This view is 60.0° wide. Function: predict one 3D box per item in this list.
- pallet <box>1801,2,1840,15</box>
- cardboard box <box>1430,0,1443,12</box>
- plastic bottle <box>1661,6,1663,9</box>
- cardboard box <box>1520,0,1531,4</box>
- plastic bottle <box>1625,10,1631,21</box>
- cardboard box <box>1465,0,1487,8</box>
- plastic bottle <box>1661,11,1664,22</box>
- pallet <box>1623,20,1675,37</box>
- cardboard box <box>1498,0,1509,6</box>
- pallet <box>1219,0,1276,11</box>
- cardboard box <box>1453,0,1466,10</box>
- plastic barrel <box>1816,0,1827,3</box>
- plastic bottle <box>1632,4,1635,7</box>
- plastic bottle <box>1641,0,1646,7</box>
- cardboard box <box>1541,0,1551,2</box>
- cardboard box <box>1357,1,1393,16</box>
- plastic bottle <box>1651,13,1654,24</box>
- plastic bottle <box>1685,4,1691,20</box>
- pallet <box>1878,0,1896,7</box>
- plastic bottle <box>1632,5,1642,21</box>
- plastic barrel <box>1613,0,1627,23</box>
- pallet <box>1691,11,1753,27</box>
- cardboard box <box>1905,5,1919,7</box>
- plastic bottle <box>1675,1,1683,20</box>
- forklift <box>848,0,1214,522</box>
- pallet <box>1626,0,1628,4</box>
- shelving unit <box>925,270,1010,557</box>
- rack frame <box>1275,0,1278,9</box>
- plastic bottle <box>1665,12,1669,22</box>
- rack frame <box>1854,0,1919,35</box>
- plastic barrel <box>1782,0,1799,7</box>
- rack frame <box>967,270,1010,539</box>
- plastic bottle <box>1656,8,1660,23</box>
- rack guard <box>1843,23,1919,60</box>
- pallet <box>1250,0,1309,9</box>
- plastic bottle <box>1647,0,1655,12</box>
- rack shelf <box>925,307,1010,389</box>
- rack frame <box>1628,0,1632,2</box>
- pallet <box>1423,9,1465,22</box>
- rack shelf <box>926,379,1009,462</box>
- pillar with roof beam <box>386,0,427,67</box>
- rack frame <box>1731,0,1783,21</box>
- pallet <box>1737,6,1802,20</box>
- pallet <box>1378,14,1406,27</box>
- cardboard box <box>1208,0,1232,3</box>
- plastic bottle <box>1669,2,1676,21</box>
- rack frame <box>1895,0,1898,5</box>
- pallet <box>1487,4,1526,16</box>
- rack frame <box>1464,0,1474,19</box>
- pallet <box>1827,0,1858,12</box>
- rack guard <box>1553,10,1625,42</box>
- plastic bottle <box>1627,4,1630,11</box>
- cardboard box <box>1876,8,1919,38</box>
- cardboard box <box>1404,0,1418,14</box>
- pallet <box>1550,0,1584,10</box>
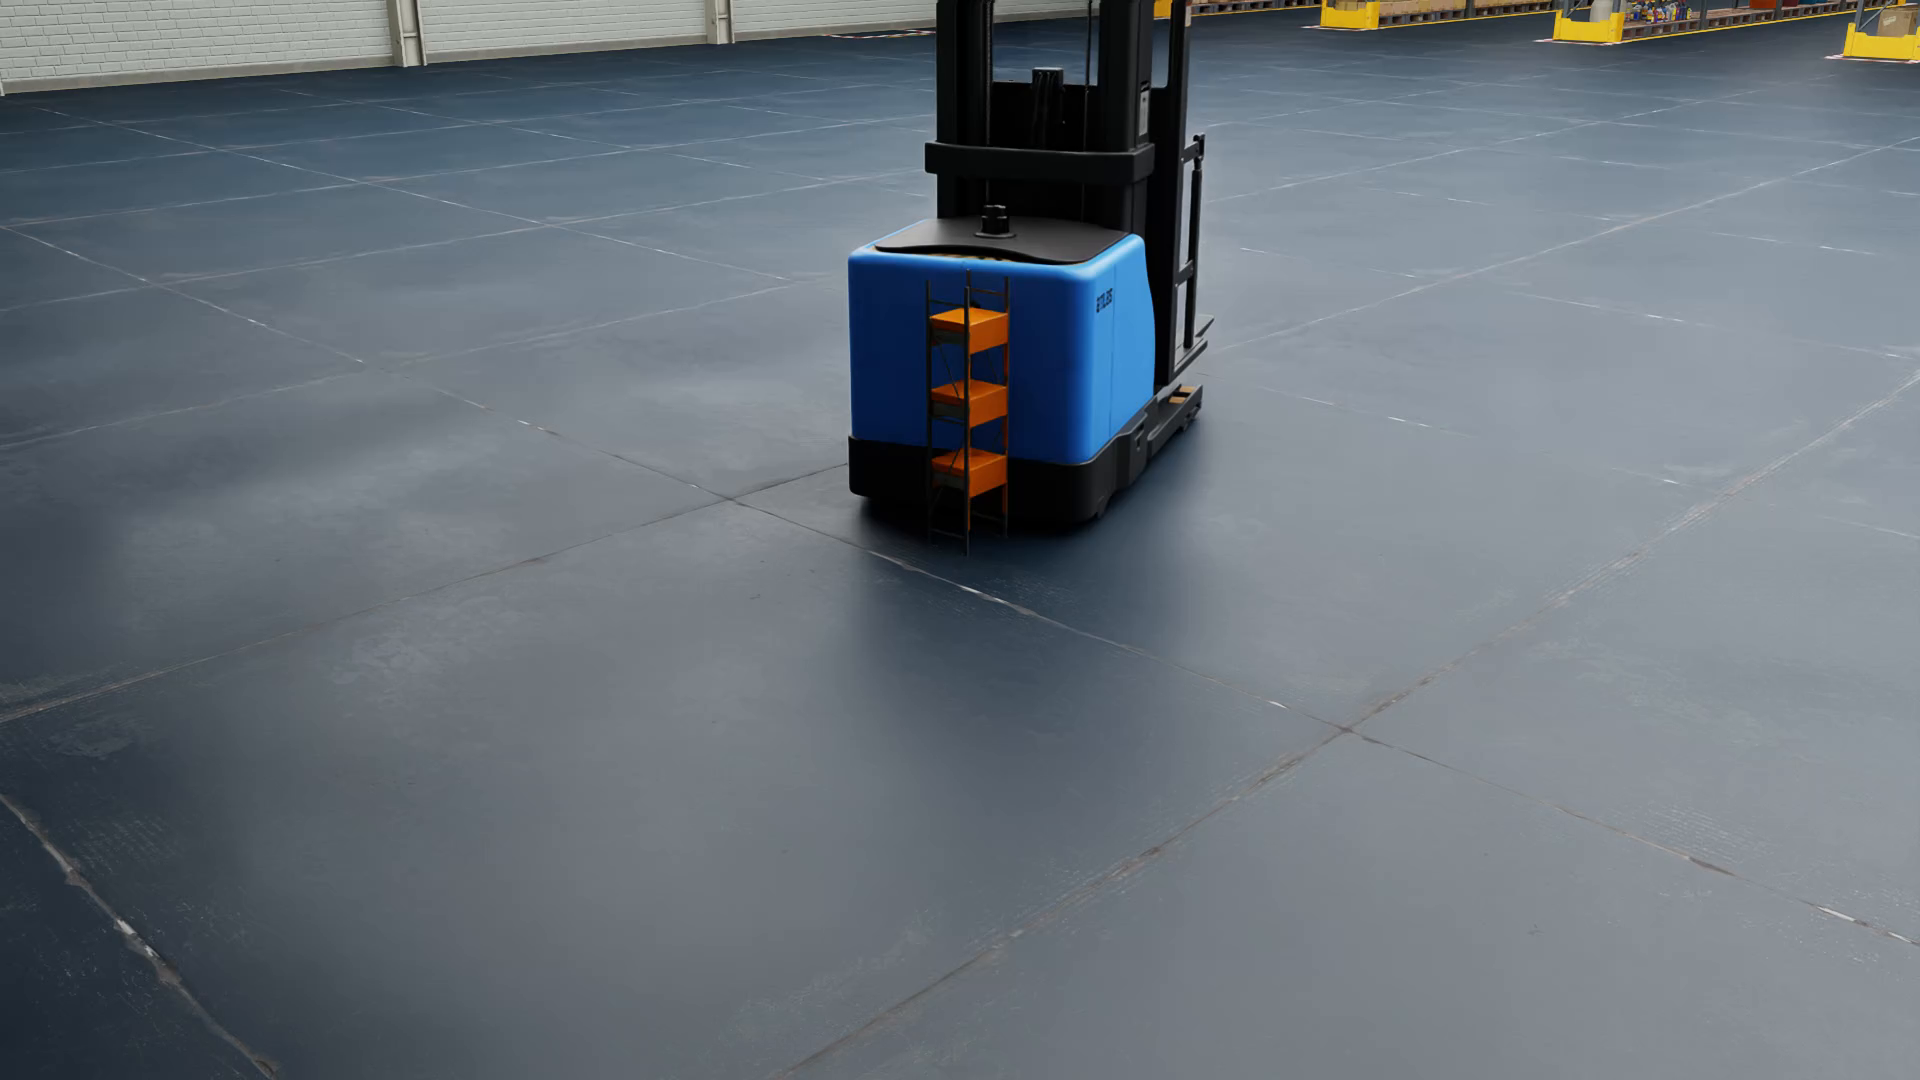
[{"bbox_3d":[19.152,-12.033,37.587,1.003,0.211,1.213,19,28,41],"label":"pallet"},{"bbox_3d":[9.732,-11.187,34.746,0.500,0.250,0.500,19,28,41],"label":"cardboard box"},{"bbox_3d":[13.345,-10.019,31.633,0.061,0.283,0.133,19,28,41],"label":"plastic bottle"},{"bbox_3d":[12.481,-12.189,37.354,0.500,0.250,0.500,-19,28,-41],"label":"cardboard box"},{"bbox_3d":[12.711,-9.986,31.661,0.097,0.201,0.097,0,21,0],"label":"plastic bottle"},{"bbox_3d":[11.052,-11.661,35.979,0.500,0.250,0.500,18,28,39],"label":"cardboard box"},{"bbox_3d":[13.215,-9.864,31.345,0.097,0.201,0.097,0,21,0],"label":"plastic bottle"},{"bbox_3d":[12.790,-9.687,31.483,1.003,0.211,1.213,19,28,41],"label":"pallet"},{"bbox_3d":[11.769,-11.926,36.668,0.500,0.250,0.500,18,28,39],"label":"cardboard box"},{"bbox_3d":[6.598,-12.462,38.704,1.003,0.211,1.213,19,28,41],"label":"pallet"},{"bbox_3d":[10.426,-11.445,35.418,0.500,0.250,0.500,19,28,41],"label":"cardboard box"},{"bbox_3d":[19.329,-12.603,37.524,0.600,0.901,0.708,19,28,41],"label":"plastic barrel"},{"bbox_3d":[13.003,-10.219,32.154,0.133,0.283,0.061,-19,28,-40],"label":"plastic bottle"},{"bbox_3d":[13.279,-10.331,32.352,0.185,0.351,0.144,-19,28,-41],"label":"plastic bottle"},{"bbox_3d":[13.191,-12.451,38.035,0.500,0.250,0.500,-19,28,-41],"label":"cardboard box"},{"bbox_3d":[8.336,-10.673,33.409,0.500,0.250,0.500,19,28,41],"label":"cardboard box"},{"bbox_3d":[12.910,-9.752,31.052,0.097,0.201,0.097,0,21,0],"label":"plastic bottle"},{"bbox_3d":[14.040,-10.197,32.097,0.133,0.283,0.061,-18,28,-39],"label":"plastic bottle"},{"bbox_3d":[21.908,-13.047,40.224,1.003,0.211,1.213,19,28,41],"label":"pallet"},{"bbox_3d":[12.975,-10.108,31.875,0.152,0.276,0.135,19,28,41],"label":"plastic bottle"},{"bbox_3d":[12.103,-9.790,30.746,0.421,0.512,0.421,0,21,0],"label":"plastic barrel"},{"bbox_3d":[15.511,-10.691,34.096,1.003,0.211,1.213,19,28,41],"label":"pallet"},{"bbox_3d":[16.188,-8.702,27.933,0.500,0.500,0.500,-17,27,-37],"label":"cardboard box"},{"bbox_3d":[13.763,-10.148,31.875,0.144,0.351,0.185,18,27,38],"label":"plastic bottle"},{"bbox_3d":[0.541,-1.933,7.518,1.130,2.935,3.031,8,22,20],"label":"forklift"},{"bbox_3d":[15.634,-13.243,40.735,1.003,0.211,1.213,19,28,41],"label":"pallet"},{"bbox_3d":[0.029,-0.482,6.364,0.215,1.050,0.252,16,26,36],"label":"shelving unit"},{"bbox_3d":[7.041,-13.946,38.676,1.000,3.000,0.127,19,28,41],"label":"rack frame"},{"bbox_3d":[13.359,-9.917,31.482,0.097,0.201,0.097,0,21,0],"label":"plastic bottle"},{"bbox_3d":[14.898,-9.198,26.325,1.000,3.000,0.127,19,28,41],"label":"rack frame"},{"bbox_3d":[18.047,-11.985,36.351,0.600,0.588,0.708,19,28,41],"label":"plastic barrel"},{"bbox_3d":[0.105,-0.516,6.453,0.200,1.050,0.008,16,26,36],"label":"rack frame"},{"bbox_3d":[13.076,-9.846,31.199,0.097,0.271,0.097,0,21,0],"label":"plastic bottle"},{"bbox_3d":[14.951,-8.051,26.824,1.175,0.500,0.348,19,28,41],"label":"rack guard"},{"bbox_3d":[7.584,-12.844,39.698,1.003,0.211,1.213,19,28,41],"label":"pallet"},{"bbox_3d":[13.383,-10.295,32.258,0.144,0.351,0.185,19,28,41],"label":"plastic bottle"},{"bbox_3d":[0.029,-0.737,6.266,0.215,0.259,0.240,16,26,36],"label":"rack shelf"},{"bbox_3d":[16.174,-14.763,40.803,1.000,3.000,0.127,19,28,41],"label":"rack frame"},{"bbox_3d":[10.008,-11.211,35.449,1.003,0.211,1.213,19,28,41],"label":"pallet"},{"bbox_3d":[0.029,-0.472,6.368,0.215,0.259,0.240,16,26,36],"label":"rack shelf"},{"bbox_3d":[-5.353,-10.410,21.115,9.100,9.000,0.400,19,28,41],"label":"pillar with roof beam"},{"bbox_3d":[16.930,-12.494,34.900,1.000,3.000,0.127,19,28,41],"label":"rack frame"},{"bbox_3d":[17.450,-11.406,35.955,1.003,0.211,1.213,19,28,41],"label":"pallet"},{"bbox_3d":[8.306,-10.584,33.817,1.003,0.211,1.213,19,28,41],"label":"pallet"},{"bbox_3d":[5.743,-12.434,37.614,0.700,0.500,0.500,17,27,37],"label":"cardboard box"},{"bbox_3d":[13.538,-10.065,31.659,0.144,0.351,0.185,19,28,40],"label":"plastic bottle"},{"bbox_3d":[22.511,-14.551,40.250,1.000,3.000,0.127,19,28,41],"label":"rack frame"},{"bbox_3d":[11.930,-11.919,37.291,1.003,0.211,1.213,19,28,41],"label":"pallet"},{"bbox_3d":[10.593,-12.707,35.453,1.000,3.000,0.127,19,28,41],"label":"rack frame"},{"bbox_3d":[20.206,-12.420,38.592,1.003,0.211,1.213,19,28,41],"label":"pallet"},{"bbox_3d":[11.369,-9.302,30.080,1.175,0.500,0.348,19,28,41],"label":"rack guard"},{"bbox_3d":[12.721,-10.126,31.817,0.185,0.351,0.144,-19,28,-40],"label":"plastic bottle"},{"bbox_3d":[15.346,-8.384,27.104,0.500,0.500,0.500,-14,25,-32],"label":"cardboard box"},{"bbox_3d":[9.032,-10.931,34.080,0.500,0.250,0.500,19,28,41],"label":"cardboard box"},{"bbox_3d":[13.932,-12.616,39.103,1.003,0.211,1.213,19,28,41],"label":"pallet"}]
